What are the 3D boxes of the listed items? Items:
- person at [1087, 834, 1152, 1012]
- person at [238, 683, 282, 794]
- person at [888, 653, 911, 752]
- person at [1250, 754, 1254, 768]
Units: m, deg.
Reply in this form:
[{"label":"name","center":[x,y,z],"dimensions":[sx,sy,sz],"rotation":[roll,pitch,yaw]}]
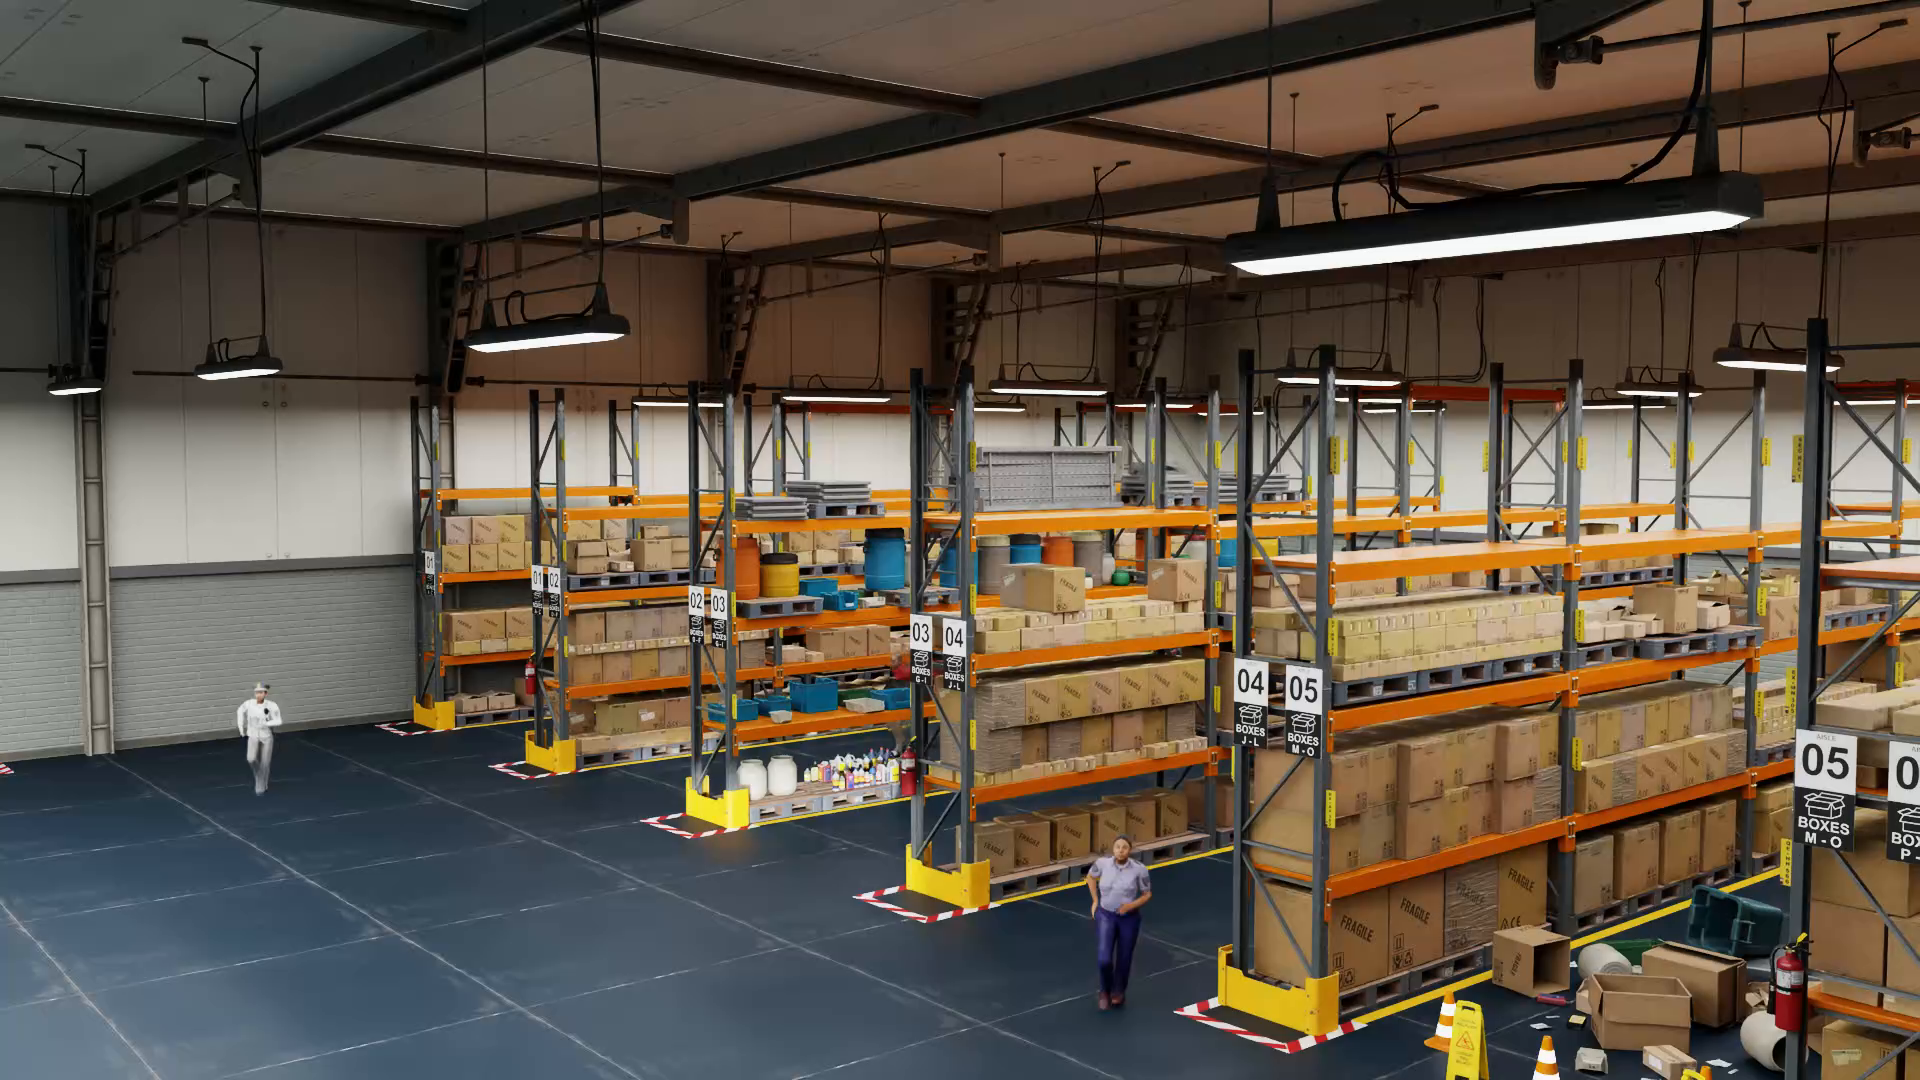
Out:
[{"label":"person","center":[1.437,3.472,15.080],"dimensions":[0.594,1.648,0.612],"rotation":[0,3,8]},{"label":"person","center":[-10.211,2.884,24.235],"dimensions":[0.643,1.640,0.735],"rotation":[-1,3,-13]},{"label":"person","center":[-0.829,2.722,27.892],"dimensions":[0.833,1.703,0.665],"rotation":[-3,4,-42]},{"label":"person","center":[4.287,2.959,24.546],"dimensions":[0.548,1.570,0.547],"rotation":[-3,5,-42]}]
